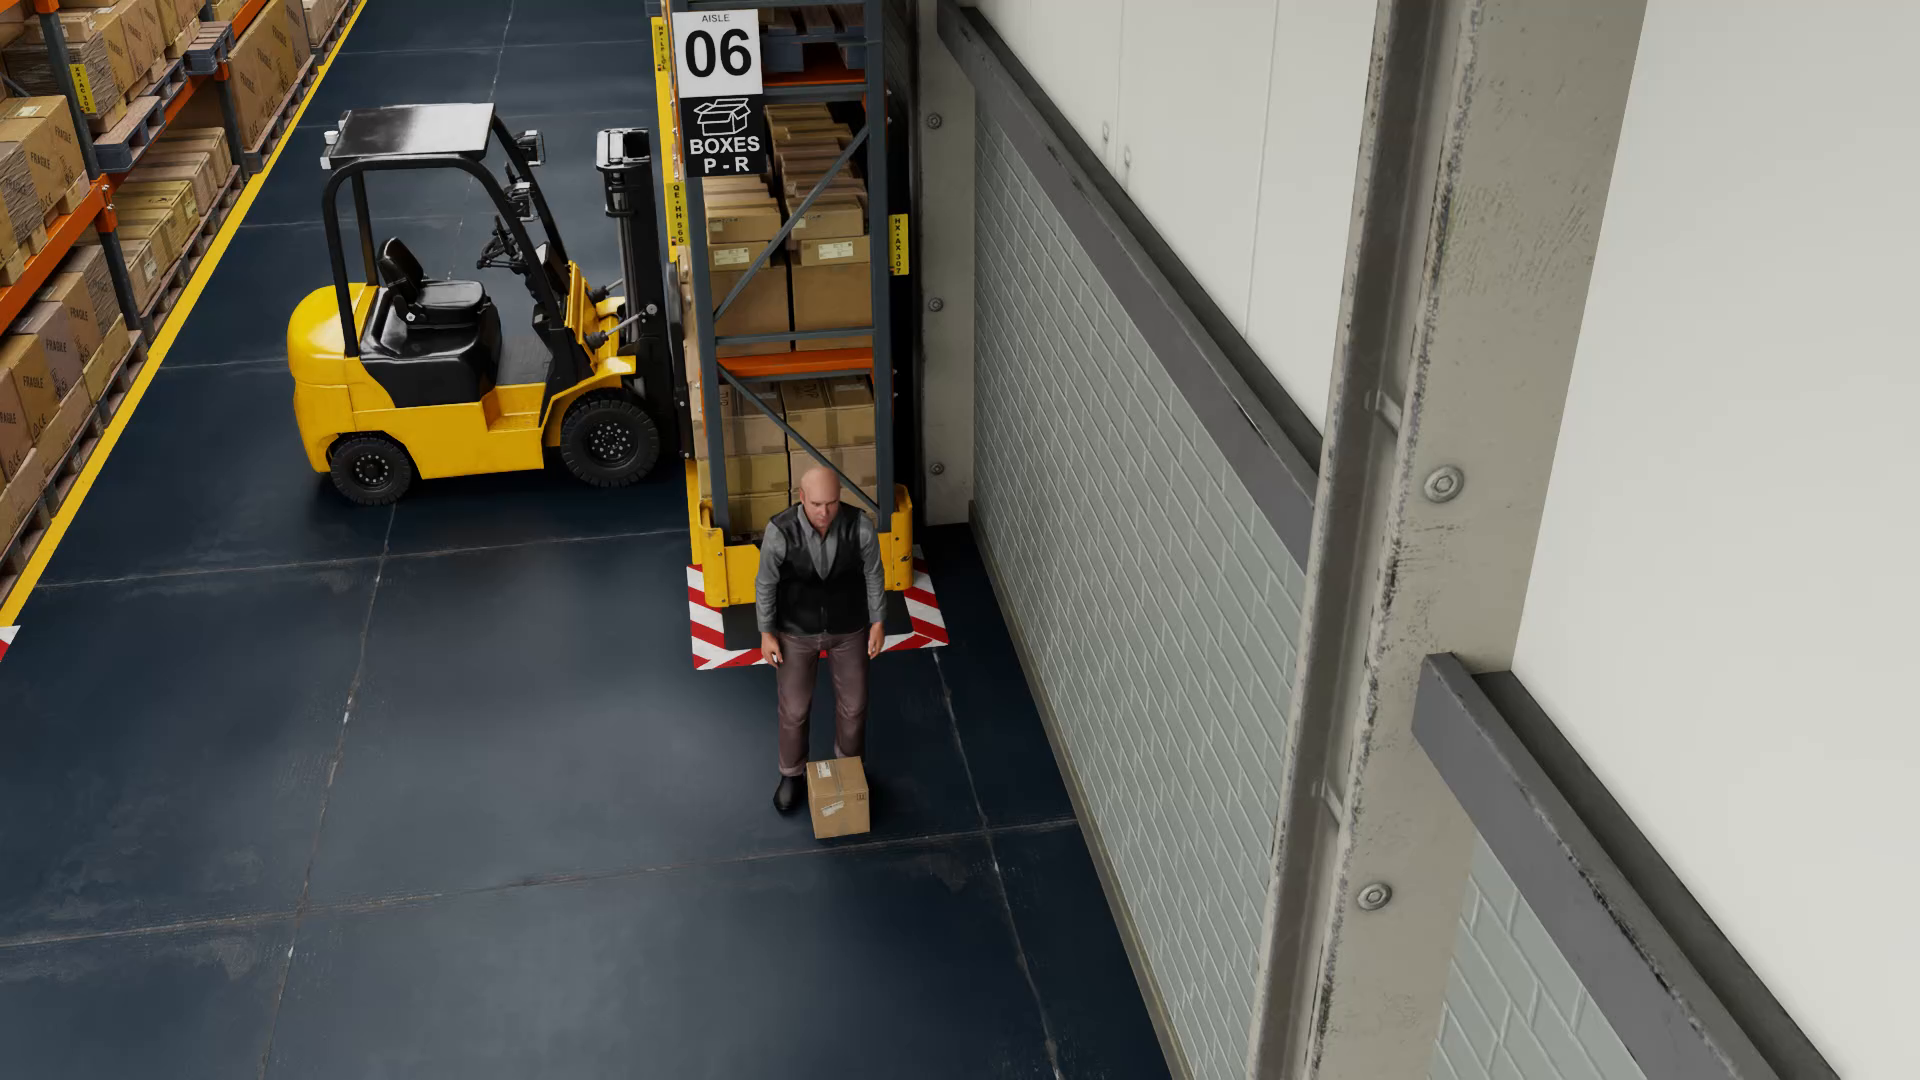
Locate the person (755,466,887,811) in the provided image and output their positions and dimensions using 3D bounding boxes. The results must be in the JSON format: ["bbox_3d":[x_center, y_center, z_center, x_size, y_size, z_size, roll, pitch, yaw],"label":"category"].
[{"bbox_3d":[-0.618,0.405,7.473,0.581,1.721,0.413,-5,31,-9],"label":"person"}]
